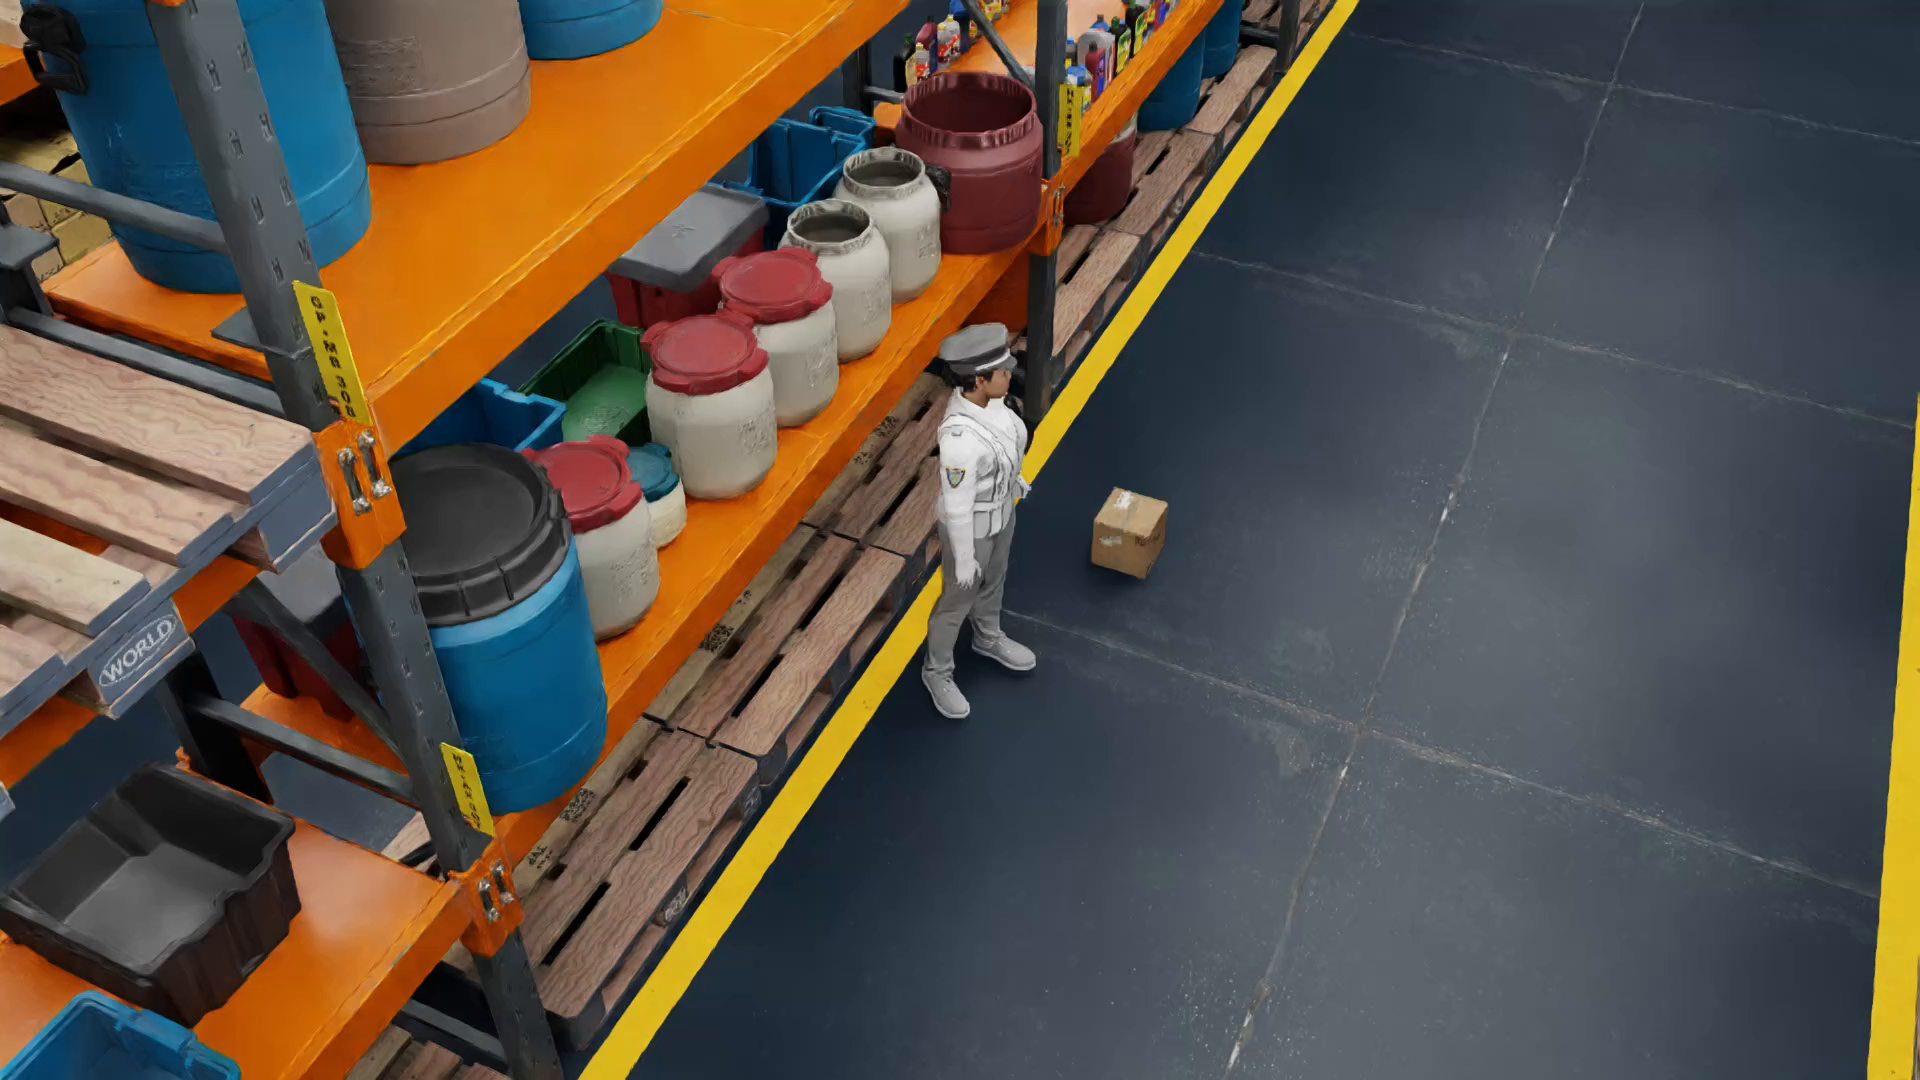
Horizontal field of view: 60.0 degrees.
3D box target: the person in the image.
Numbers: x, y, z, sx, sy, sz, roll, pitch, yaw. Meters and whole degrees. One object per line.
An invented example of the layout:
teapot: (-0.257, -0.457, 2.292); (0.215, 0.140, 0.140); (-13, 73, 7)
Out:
person: (0.086, -0.096, 6.227); (0.419, 1.684, 0.599); (12, 44, 13)
